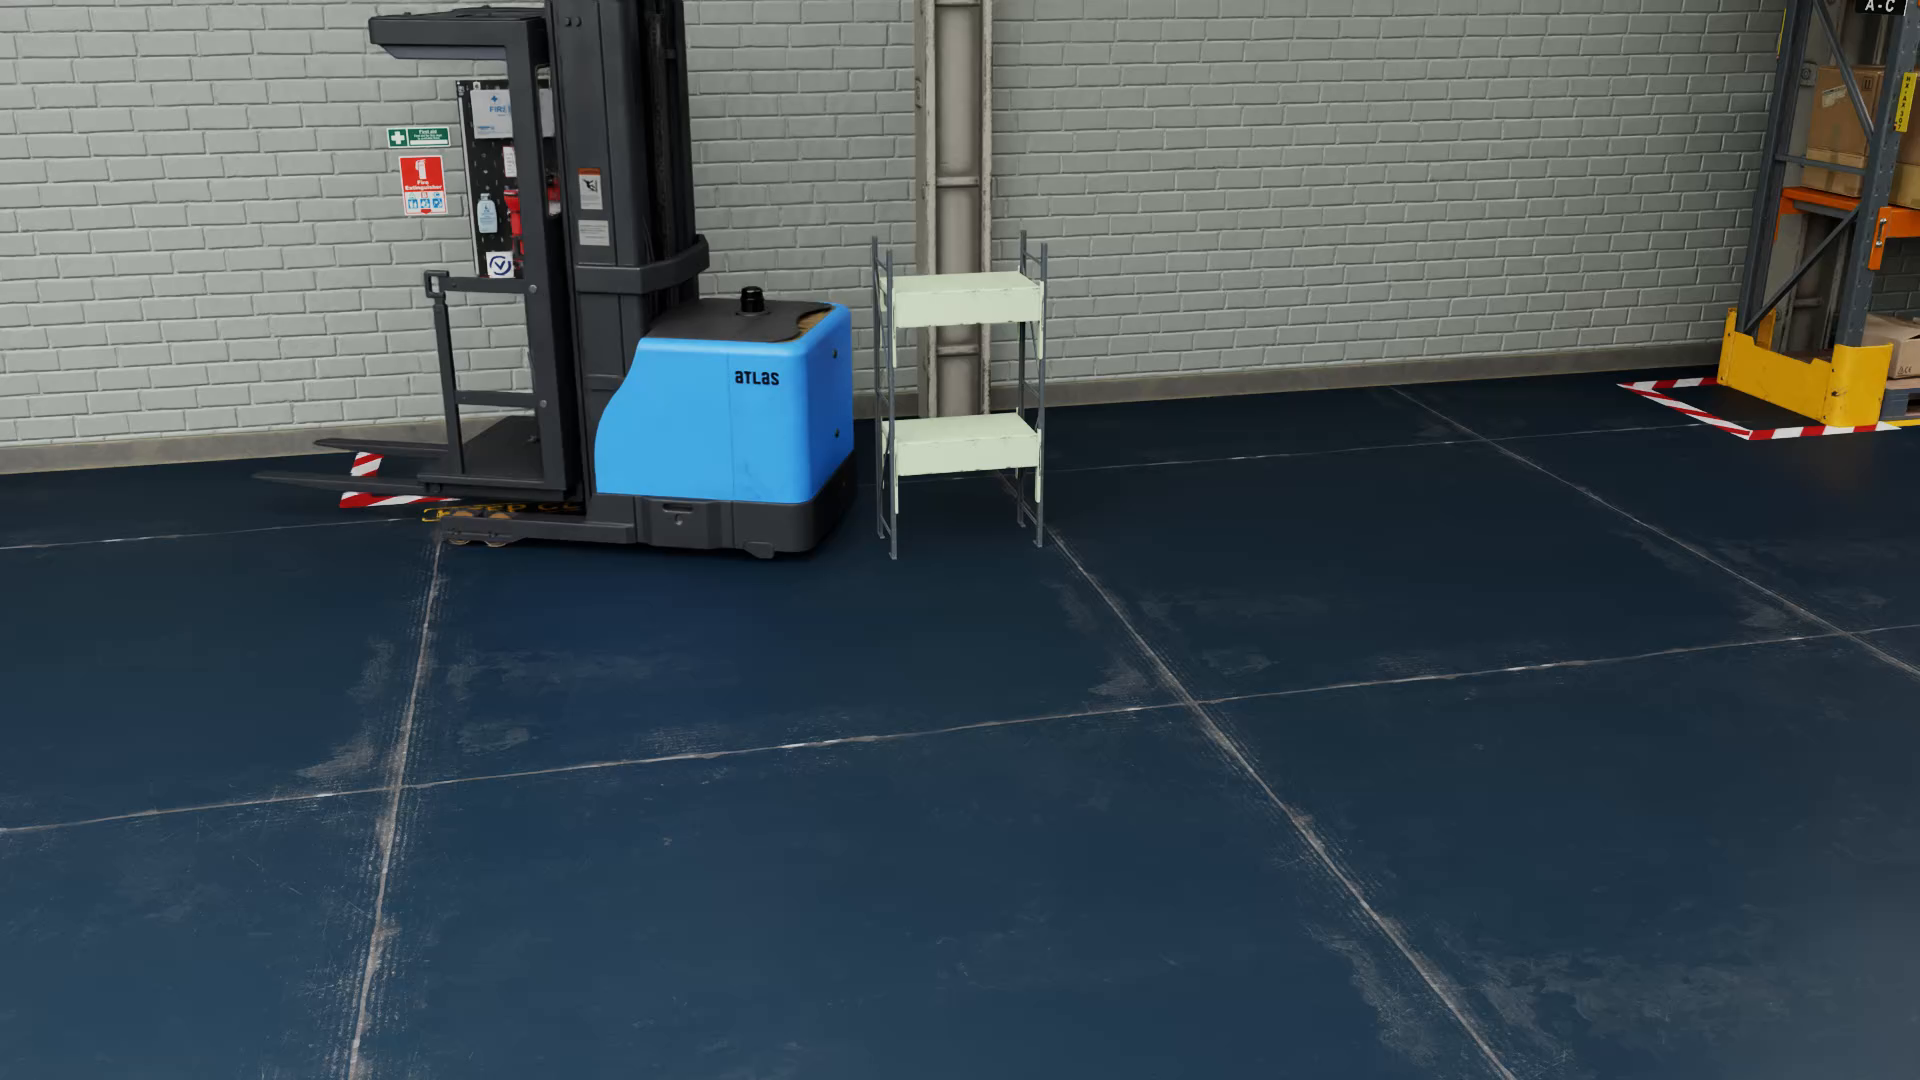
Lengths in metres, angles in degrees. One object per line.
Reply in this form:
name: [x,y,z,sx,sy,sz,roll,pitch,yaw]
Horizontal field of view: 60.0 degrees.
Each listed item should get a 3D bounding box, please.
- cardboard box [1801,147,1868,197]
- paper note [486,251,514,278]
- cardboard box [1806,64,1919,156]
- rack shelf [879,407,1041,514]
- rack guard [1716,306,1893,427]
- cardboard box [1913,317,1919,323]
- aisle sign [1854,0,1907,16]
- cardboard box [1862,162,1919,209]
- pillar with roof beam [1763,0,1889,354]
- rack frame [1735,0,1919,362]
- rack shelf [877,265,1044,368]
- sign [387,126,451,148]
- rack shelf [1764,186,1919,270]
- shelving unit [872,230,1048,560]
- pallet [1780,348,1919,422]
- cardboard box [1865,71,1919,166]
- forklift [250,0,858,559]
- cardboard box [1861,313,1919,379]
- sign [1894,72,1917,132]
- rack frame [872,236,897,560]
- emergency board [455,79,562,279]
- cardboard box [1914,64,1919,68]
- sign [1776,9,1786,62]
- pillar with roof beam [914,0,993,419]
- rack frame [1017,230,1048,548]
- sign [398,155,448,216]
cardboard box: [5.728,-2.338,10.525,0.500,0.250,0.500,-4,21,-12]
paper note: [-2.641,-1.580,9.547,0.142,0.148,0.016,-5,21,-12]
cardboard box: [5.728,-2.697,10.414,0.500,0.500,0.500,-5,21,-13]
rack shelf: [-0.006,-0.398,8.167,0.720,0.370,0.431,-5,21,-12]
rack guard: [5.392,-1.129,10.671,0.348,0.500,1.175,-5,21,-12]
cardboard box: [6.567,-1.311,10.802,0.500,0.311,0.500,-3,20,-8]
aisle sign: [5.317,-3.412,9.488,0.004,0.787,0.394,-5,21,-12]
cardboard box: [5.866,-2.168,10.062,0.500,0.250,0.500,-5,21,-14]
pillar with roof beam: [6.791,-4.018,6.201,0.400,9.000,9.100,-5,21,-12]
rack frame: [5.318,-2.297,10.225,0.127,3.000,1.000,-5,21,-12]
rack shelf: [-0.006,-1.070,7.921,0.720,0.370,0.431,-5,21,-12]
sign: [-3.008,-2.238,9.241,0.331,0.109,0.001,-5,21,-12]
rack shelf: [7.264,-2.118,10.780,4.000,0.370,1.077,-5,21,-12]
shelving unit: [-0.006,-0.704,8.055,0.755,1.500,0.431,-5,21,-12]
pallet: [6.190,-1.046,10.864,1.213,0.211,1.003,-5,21,-12]
cardboard box: [5.851,-2.525,9.946,0.500,0.500,0.500,-5,21,-12]
forklift: [-2.110,-1.514,8.185,3.031,2.935,1.130,4,20,10]
cardboard box: [6.012,-1.266,10.679,0.500,0.311,0.500,-7,21,-19]
sign: [5.443,-2.522,9.580,0.005,0.325,0.100,-5,21,-12]
rack frame: [-0.363,-0.675,7.976,0.023,1.500,0.400,-5,21,-12]
emergency board: [-2.453,-1.984,9.371,0.643,1.169,0.194,-5,21,-12]
cardboard box: [6.220,-2.733,10.514,0.500,0.500,0.500,-4,21,-12]
sign: [5.210,-3.177,10.483,0.005,0.325,0.100,-5,21,-12]
pillar with roof beam: [0.952,-3.543,4.904,0.400,9.000,9.100,-5,21,-12]
rack frame: [0.350,-0.733,8.134,0.023,1.500,0.400,-5,21,-12]
sign: [-3.015,-1.992,9.339,0.234,0.329,0.001,-5,21,-12]
